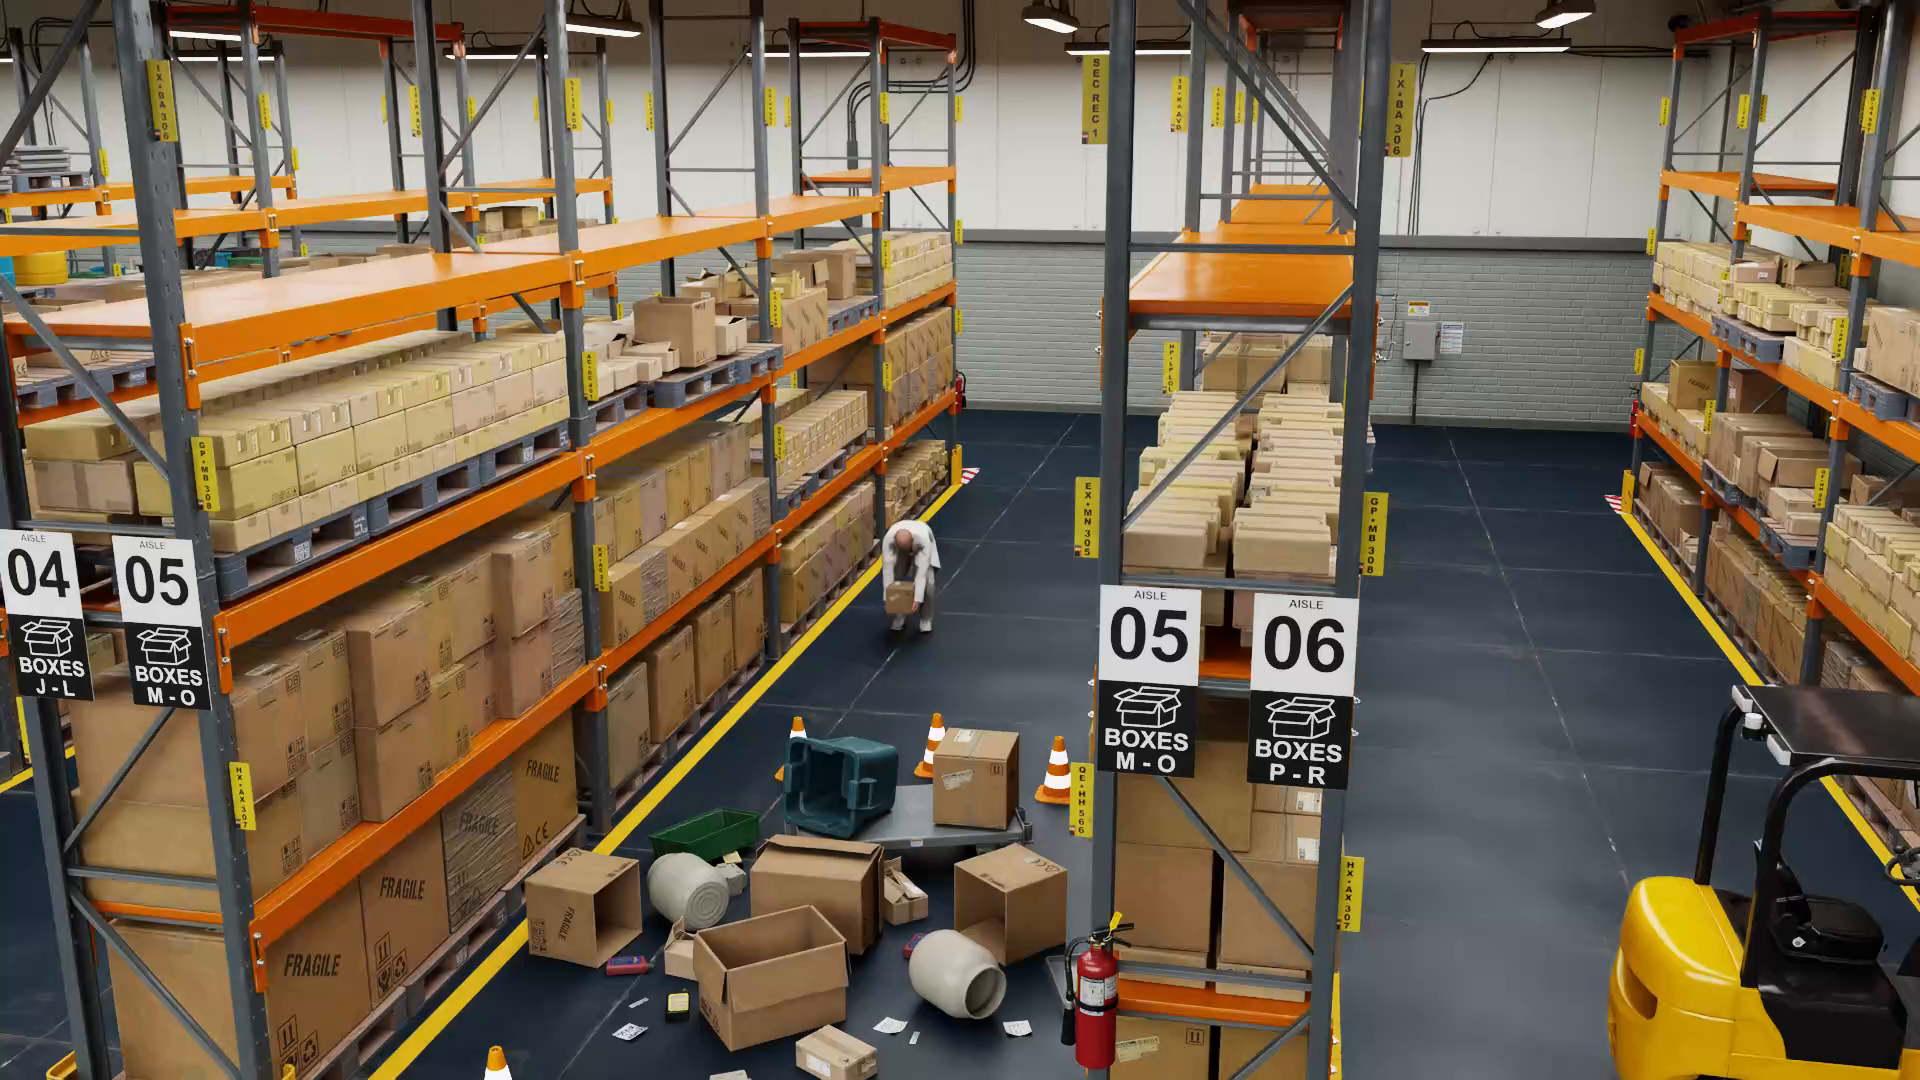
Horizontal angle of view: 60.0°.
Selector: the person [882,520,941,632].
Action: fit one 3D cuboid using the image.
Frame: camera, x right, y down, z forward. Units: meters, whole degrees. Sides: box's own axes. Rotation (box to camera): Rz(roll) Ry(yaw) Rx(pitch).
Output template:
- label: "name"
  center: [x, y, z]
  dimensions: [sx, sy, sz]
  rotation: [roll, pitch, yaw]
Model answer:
- label: "person"
  center: [-0.503, 0.365, 16.344]
  dimensions: [0.583, 1.154, 0.935]
  rotation: [2, 15, 9]
